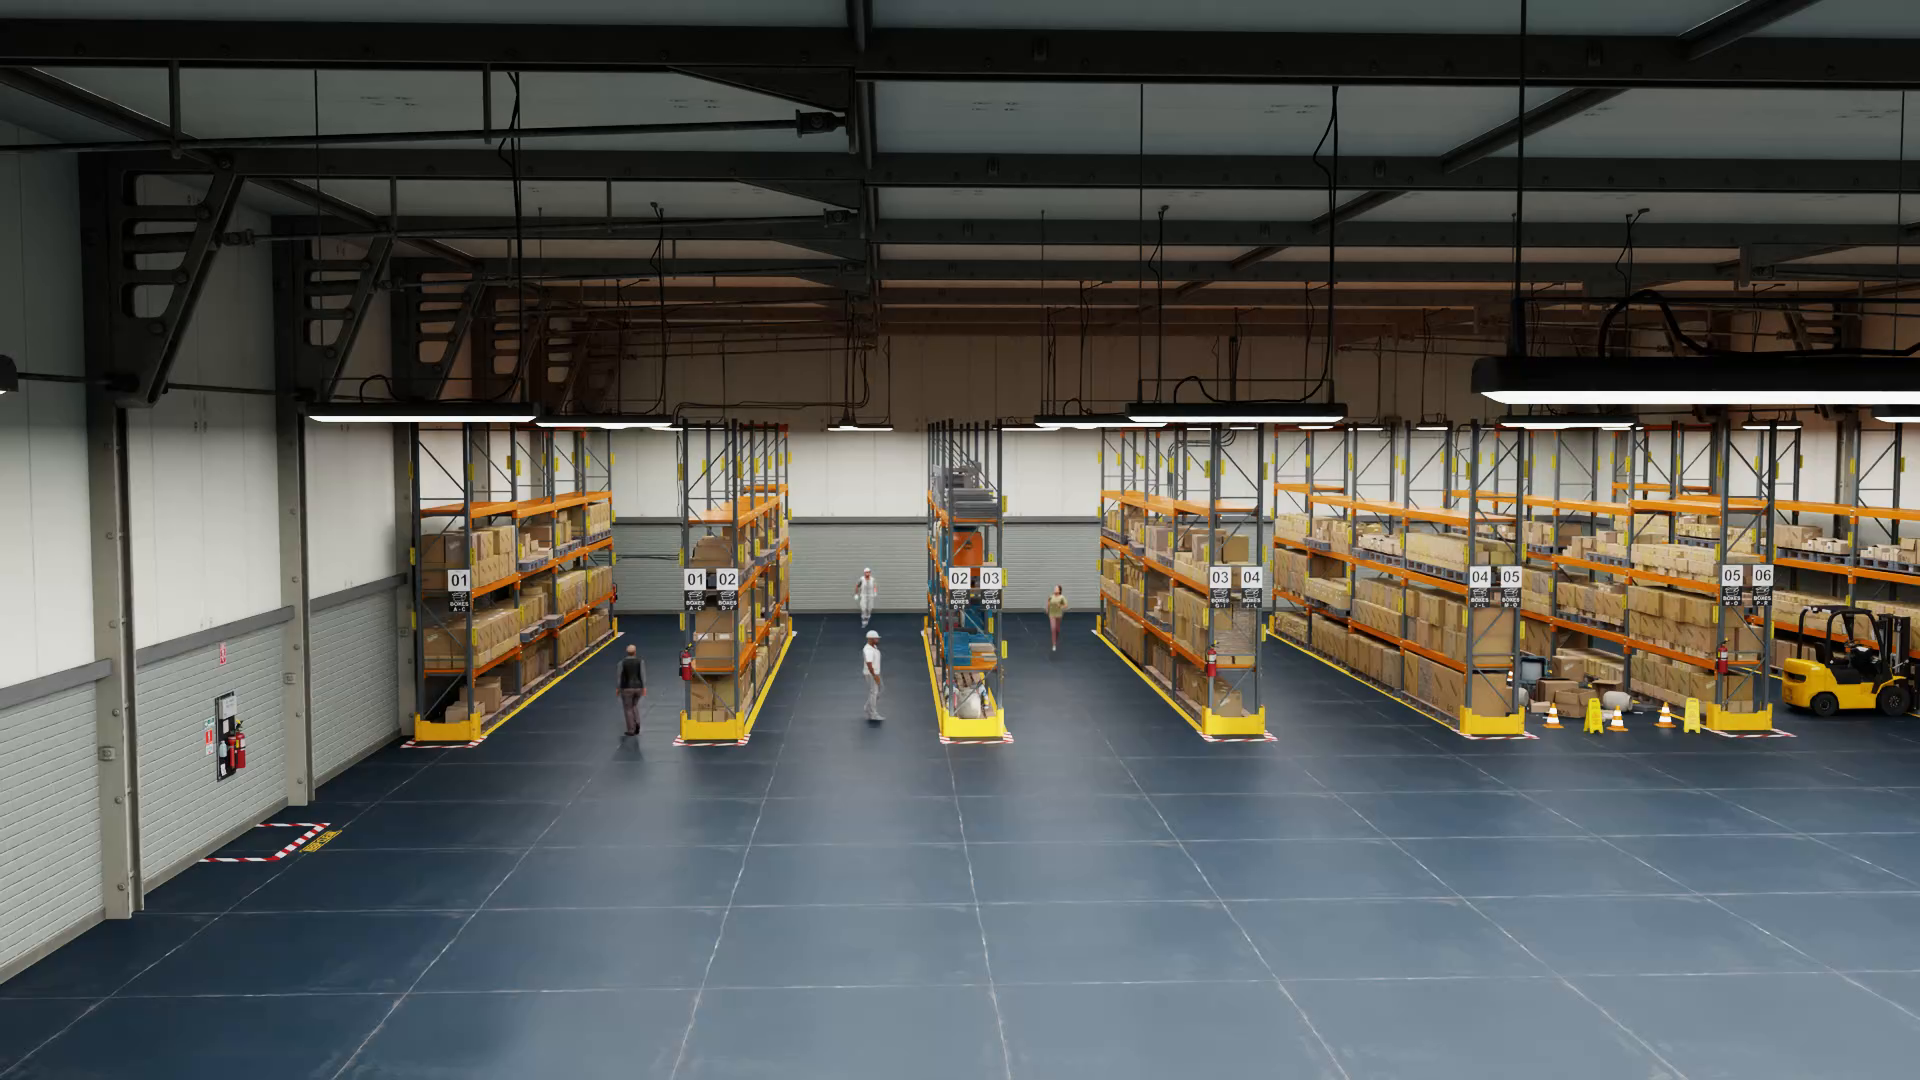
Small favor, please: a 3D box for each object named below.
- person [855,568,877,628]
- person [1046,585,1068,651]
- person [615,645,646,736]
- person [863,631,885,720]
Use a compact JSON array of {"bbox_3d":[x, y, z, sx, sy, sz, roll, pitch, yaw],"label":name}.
[{"bbox_3d":[-2.793,1.743,49.293,0.649,1.850,0.727,0,4,-6],"label":"person"},{"bbox_3d":[2.503,1.977,42.675,0.540,1.638,0.997,0,4,-4],"label":"person"},{"bbox_3d":[-6.258,2.848,31.452,0.465,1.740,0.522,4,5,45],"label":"person"},{"bbox_3d":[-1.708,2.705,33.345,0.512,1.769,0.734,1,4,9],"label":"person"}]
